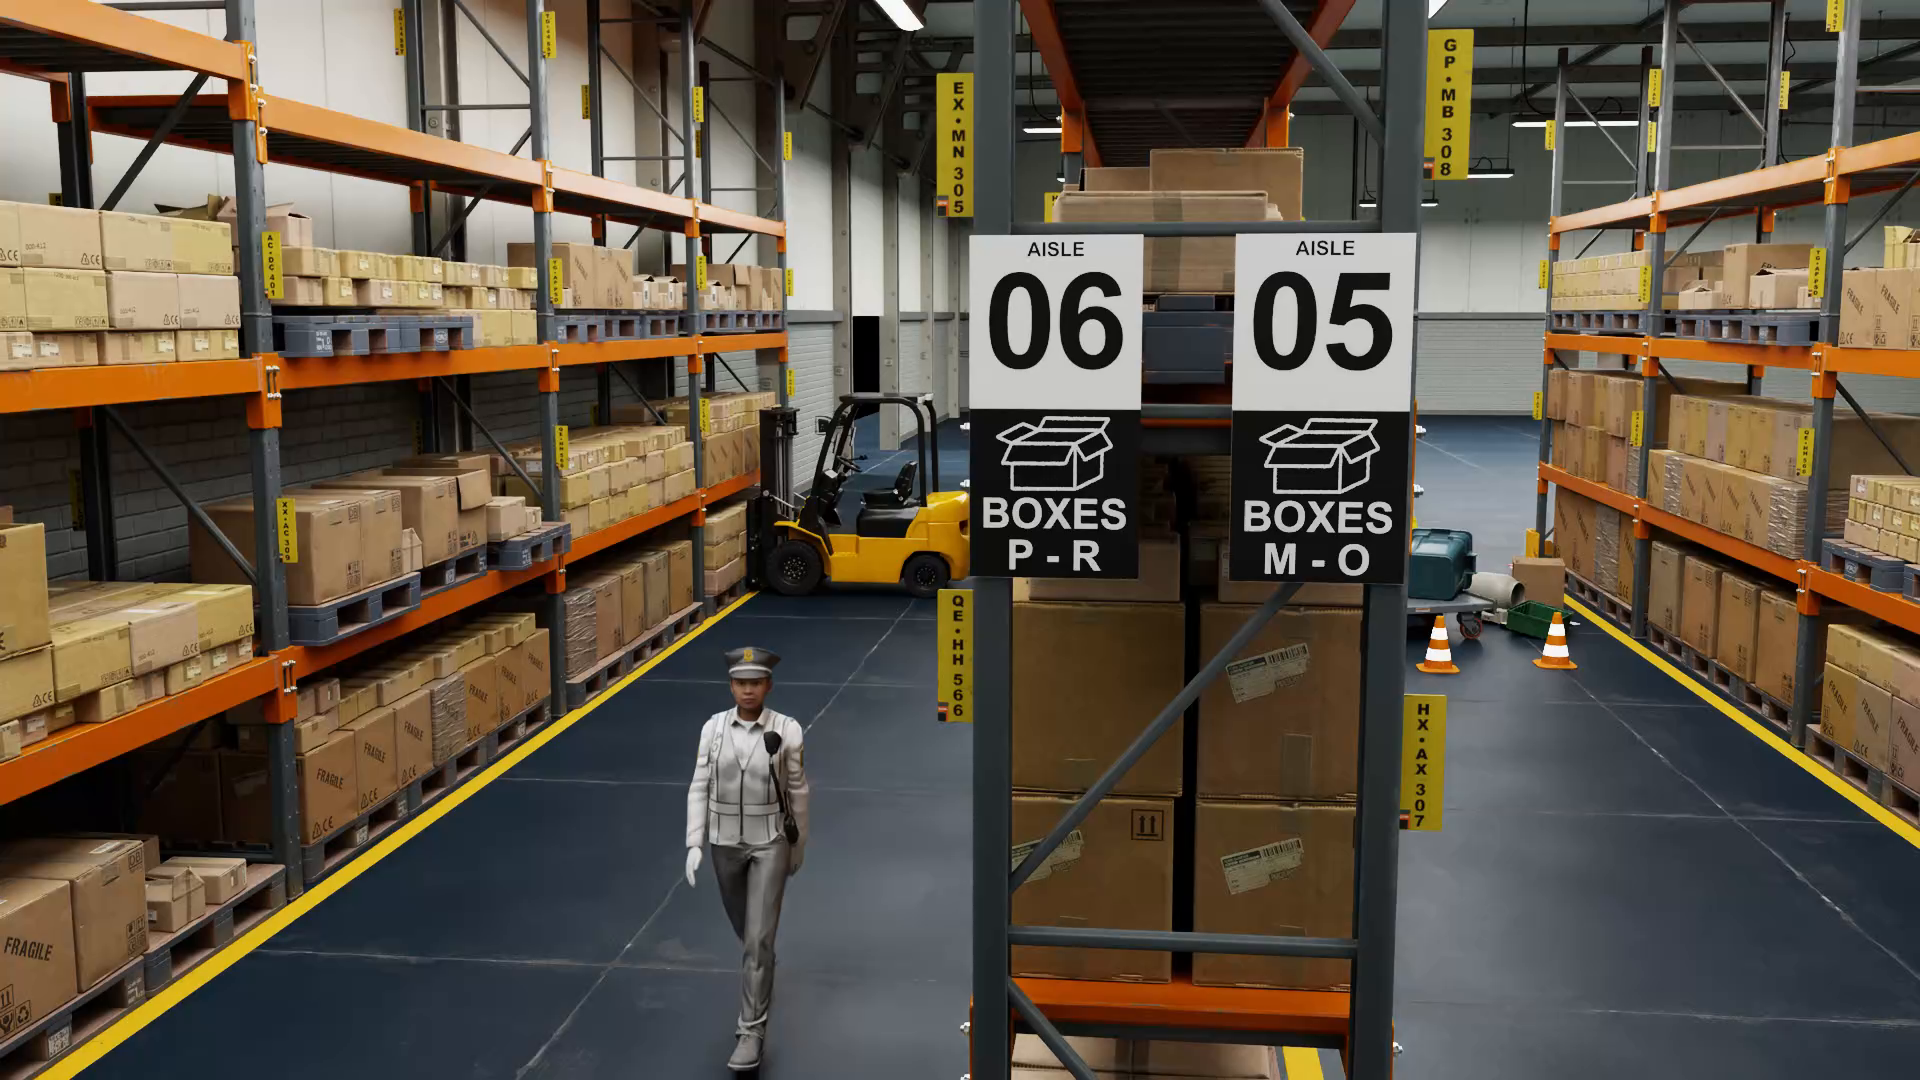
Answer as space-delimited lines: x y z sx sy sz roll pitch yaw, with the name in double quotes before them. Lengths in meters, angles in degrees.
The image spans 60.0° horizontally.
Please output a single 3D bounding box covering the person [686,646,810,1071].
"person" -0.889 1.247 6.936 0.487 1.642 0.987 1 8 8
